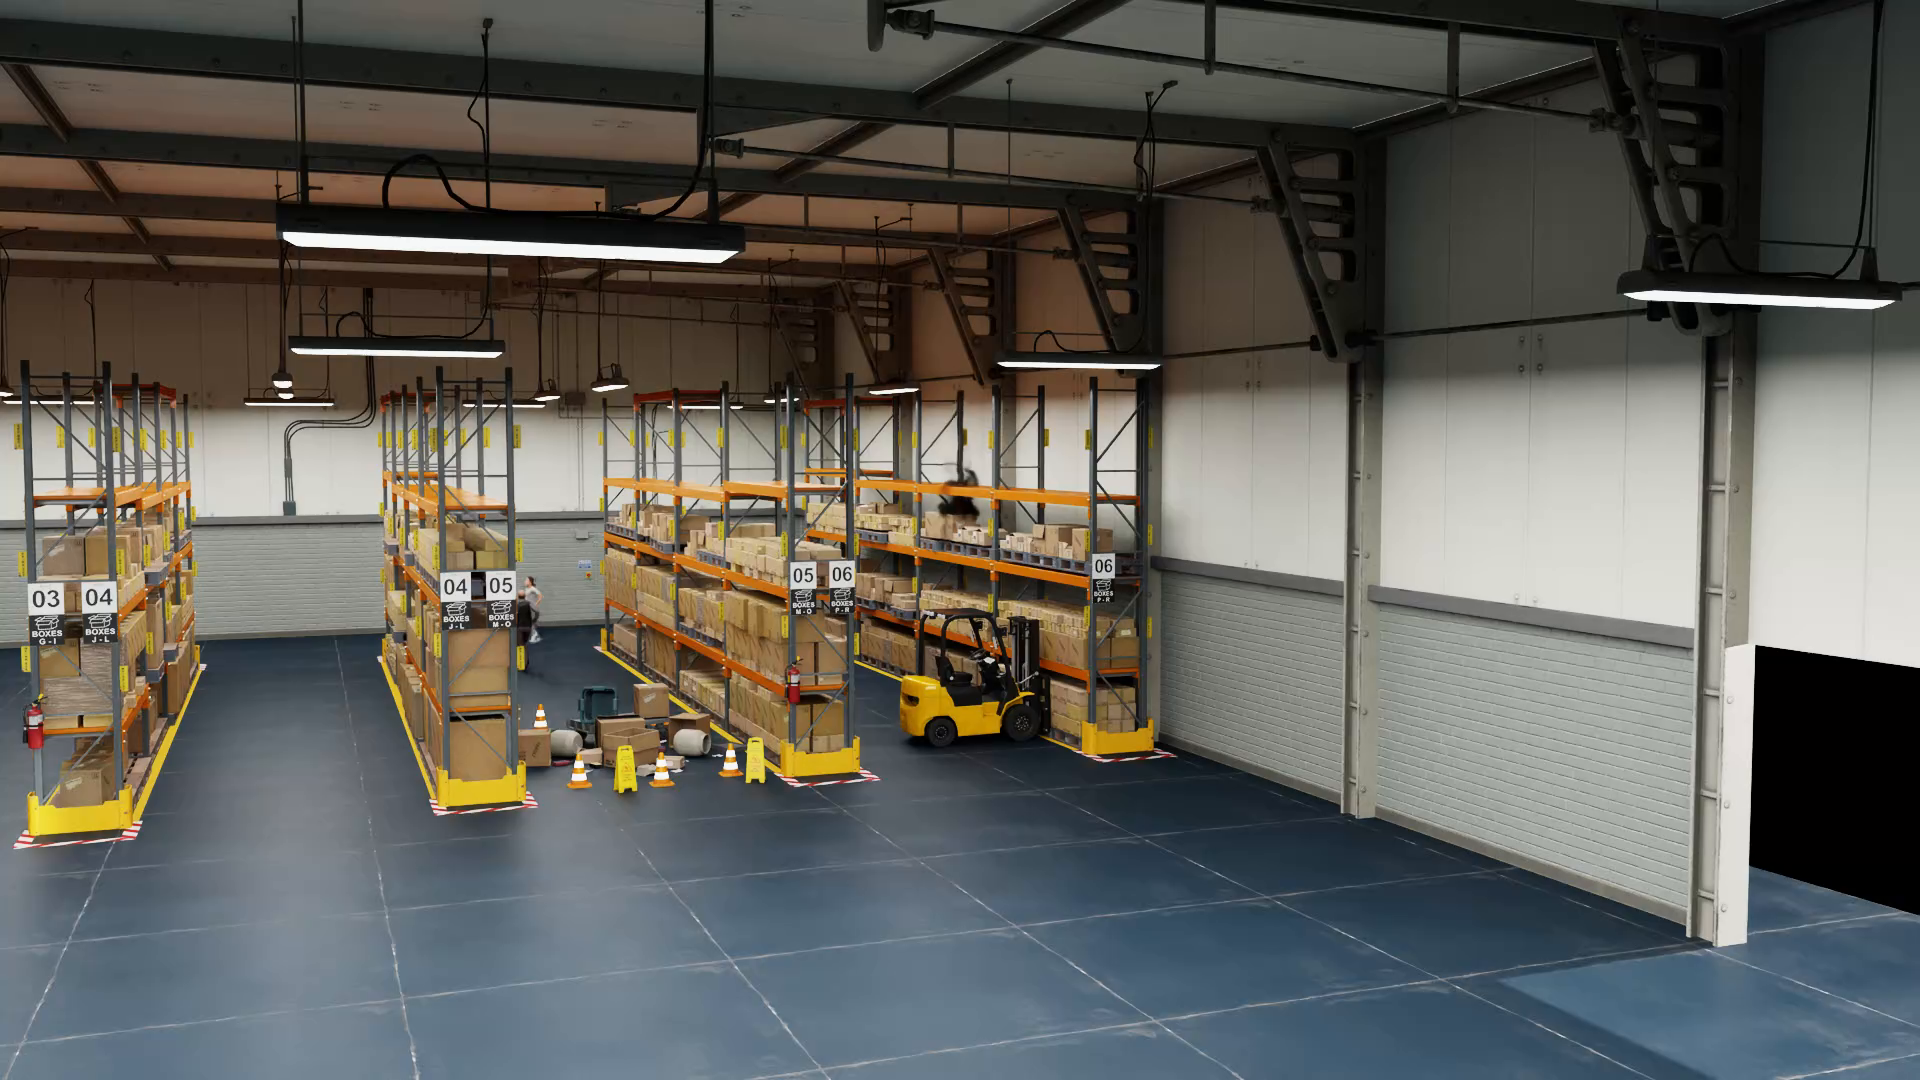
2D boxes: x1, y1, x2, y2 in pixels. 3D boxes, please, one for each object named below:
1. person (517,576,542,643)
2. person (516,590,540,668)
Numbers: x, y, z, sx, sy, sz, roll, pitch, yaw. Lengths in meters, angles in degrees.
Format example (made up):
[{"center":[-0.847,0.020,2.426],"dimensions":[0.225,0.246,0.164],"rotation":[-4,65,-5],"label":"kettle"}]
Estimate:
[{"center":[-10.592,1.713,40.820],"dimensions":[0.631,1.635,0.542],"rotation":[-3,4,-38],"label":"person"},{"center":[-9.526,1.971,36.199],"dimensions":[0.628,1.781,0.755],"rotation":[-2,4,-36],"label":"person"}]
